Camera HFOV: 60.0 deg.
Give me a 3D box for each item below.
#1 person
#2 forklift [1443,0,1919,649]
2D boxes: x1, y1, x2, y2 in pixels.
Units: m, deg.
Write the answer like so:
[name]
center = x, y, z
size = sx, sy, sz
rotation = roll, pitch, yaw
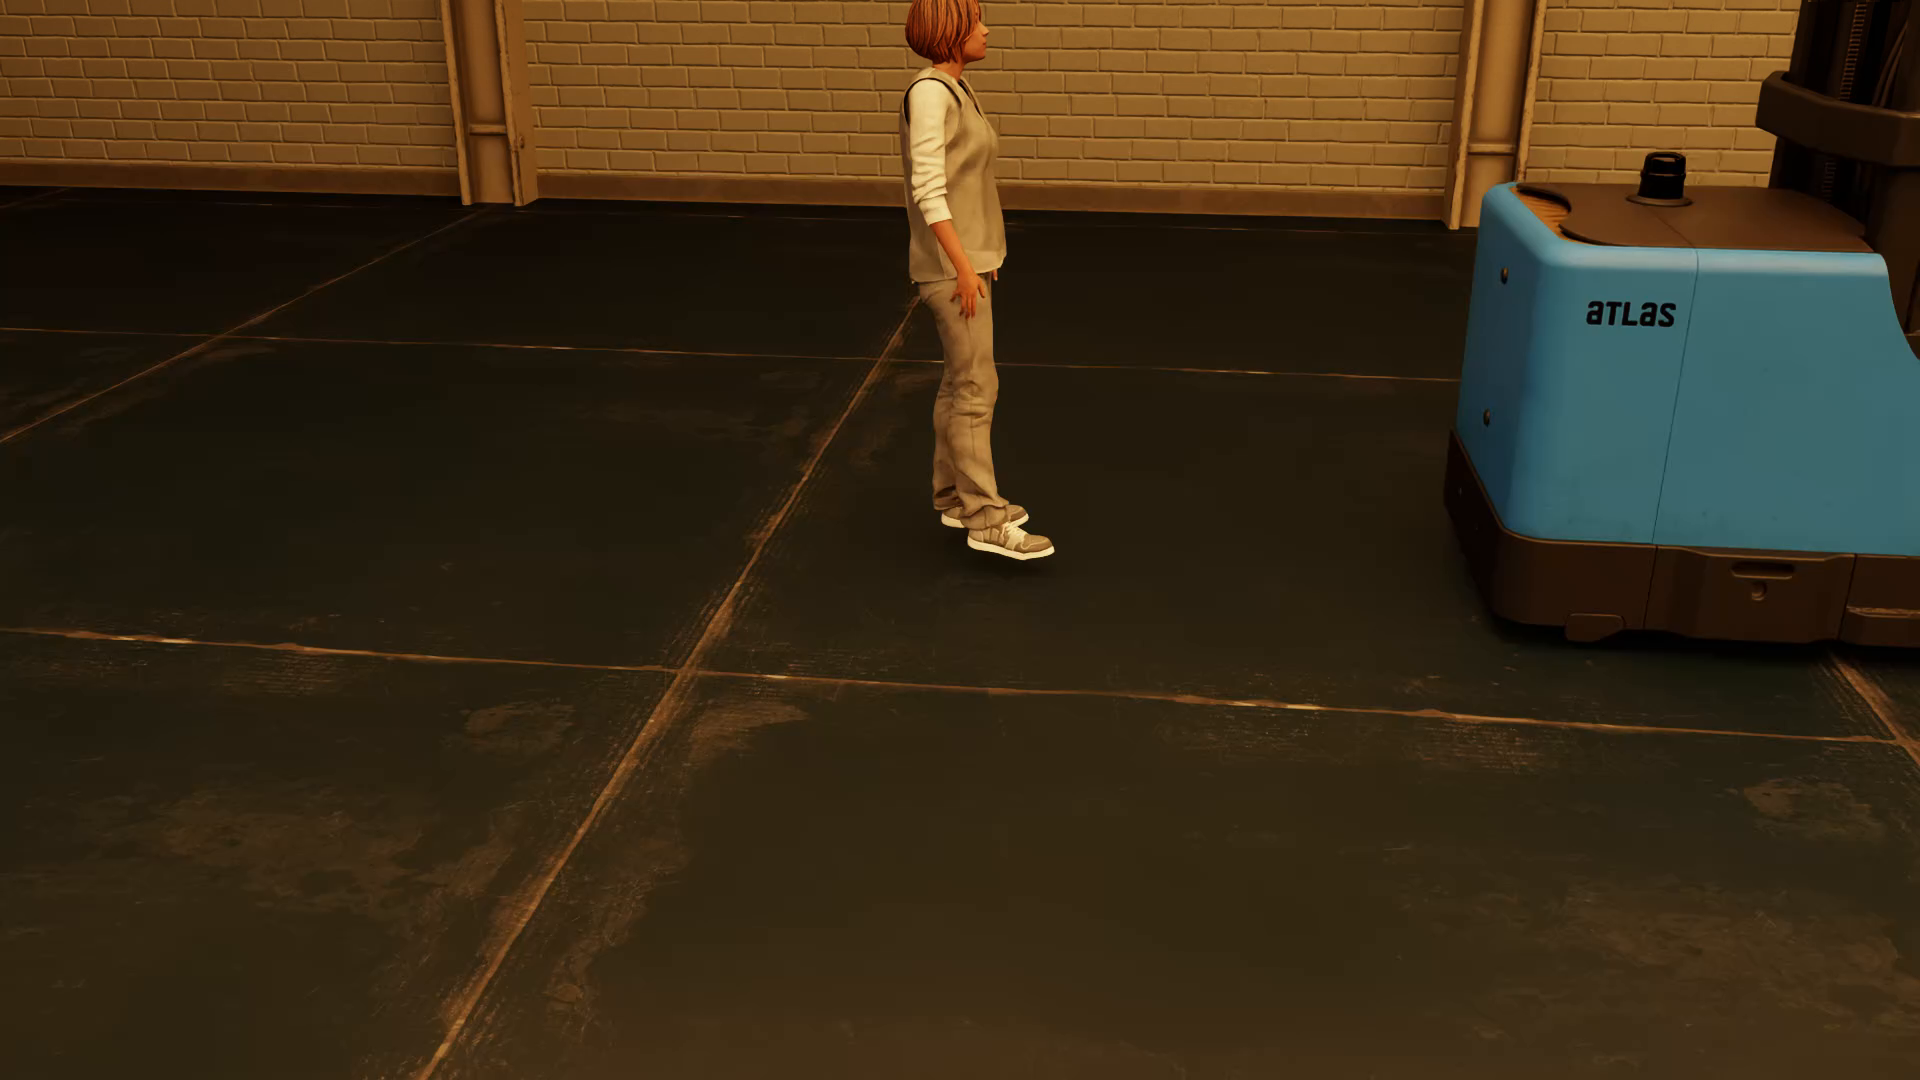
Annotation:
[person]
center = 0.079, -0.666, 4.883
size = 0.459, 1.362, 0.521
rotation = 3, 22, 7
[forklift]
center = 2.993, -1.196, 4.224
size = 3.031, 2.935, 1.130
rotation = 3, 22, 6
